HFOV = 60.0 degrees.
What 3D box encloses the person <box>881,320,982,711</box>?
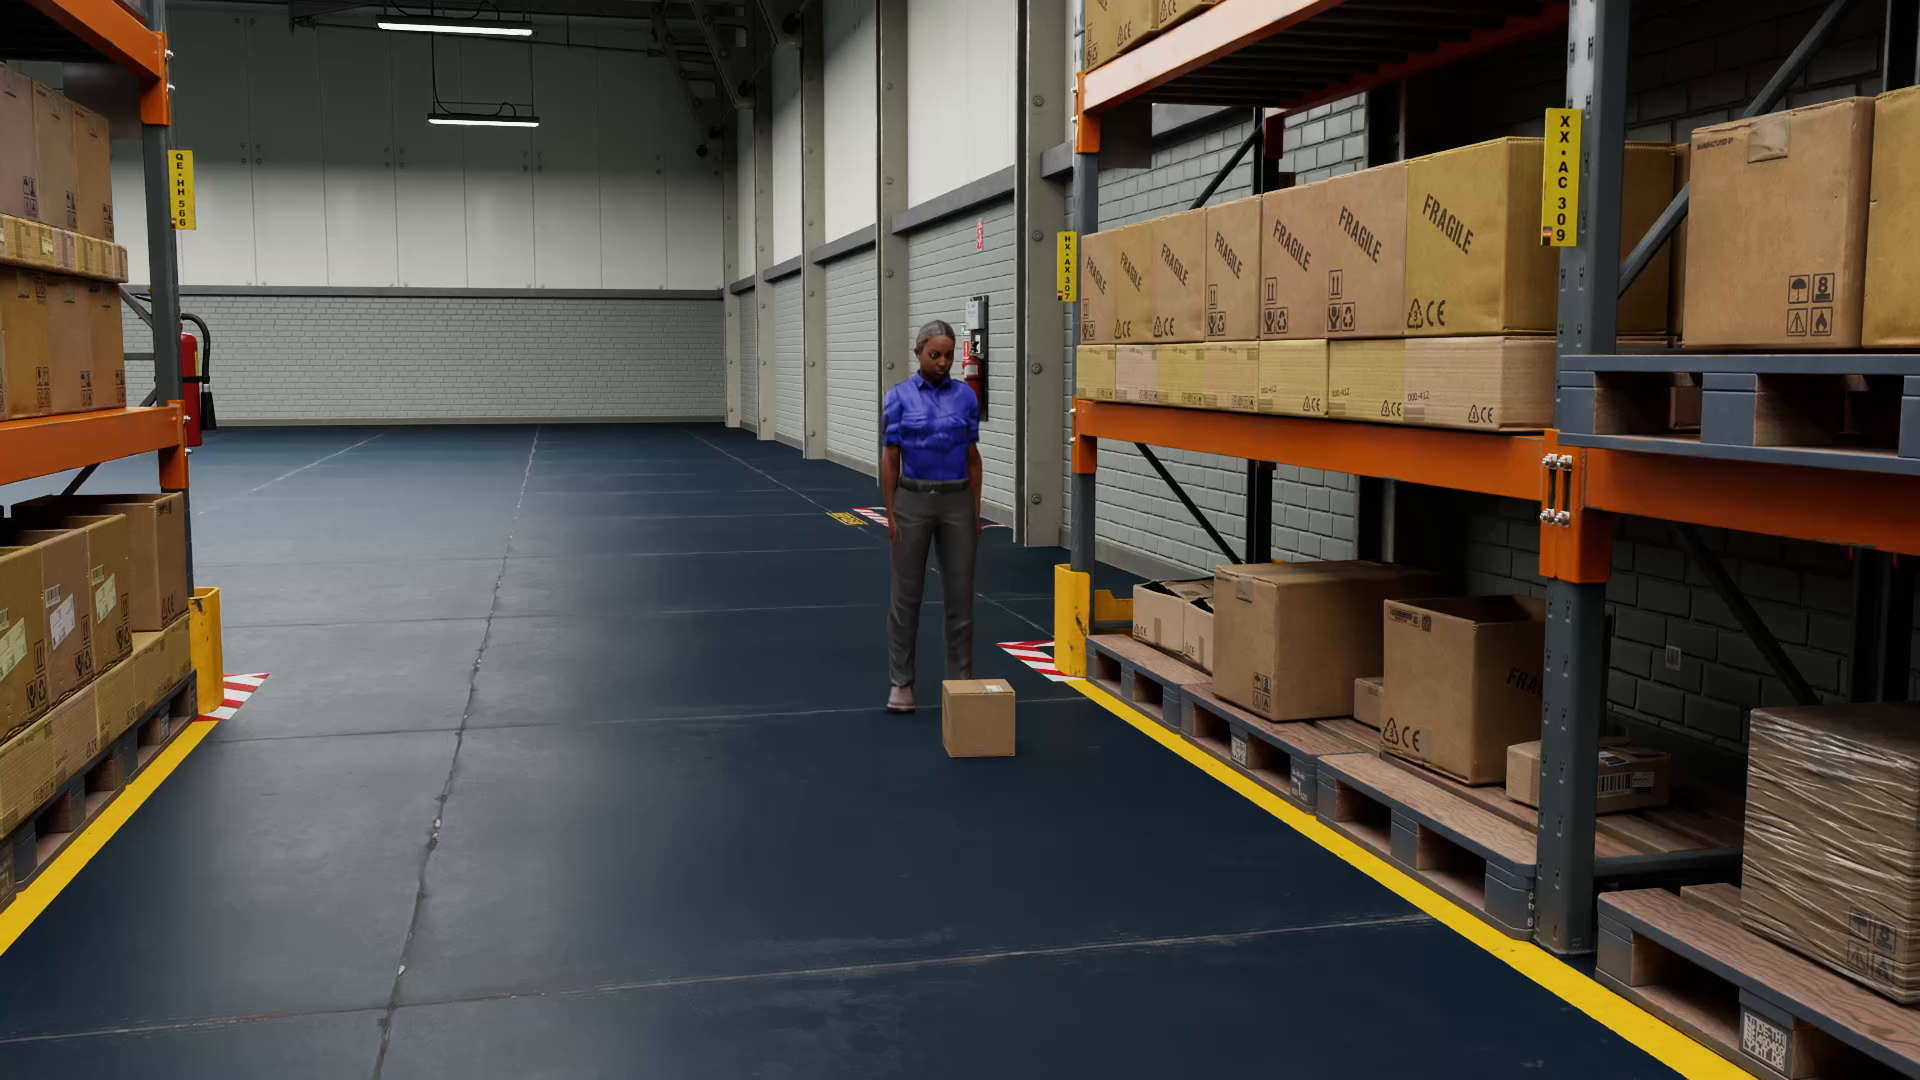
[{"bbox_3d":[-0.110,-0.103,7.111,0.445,1.660,0.329,-1,6,-13],"label":"person"}]
